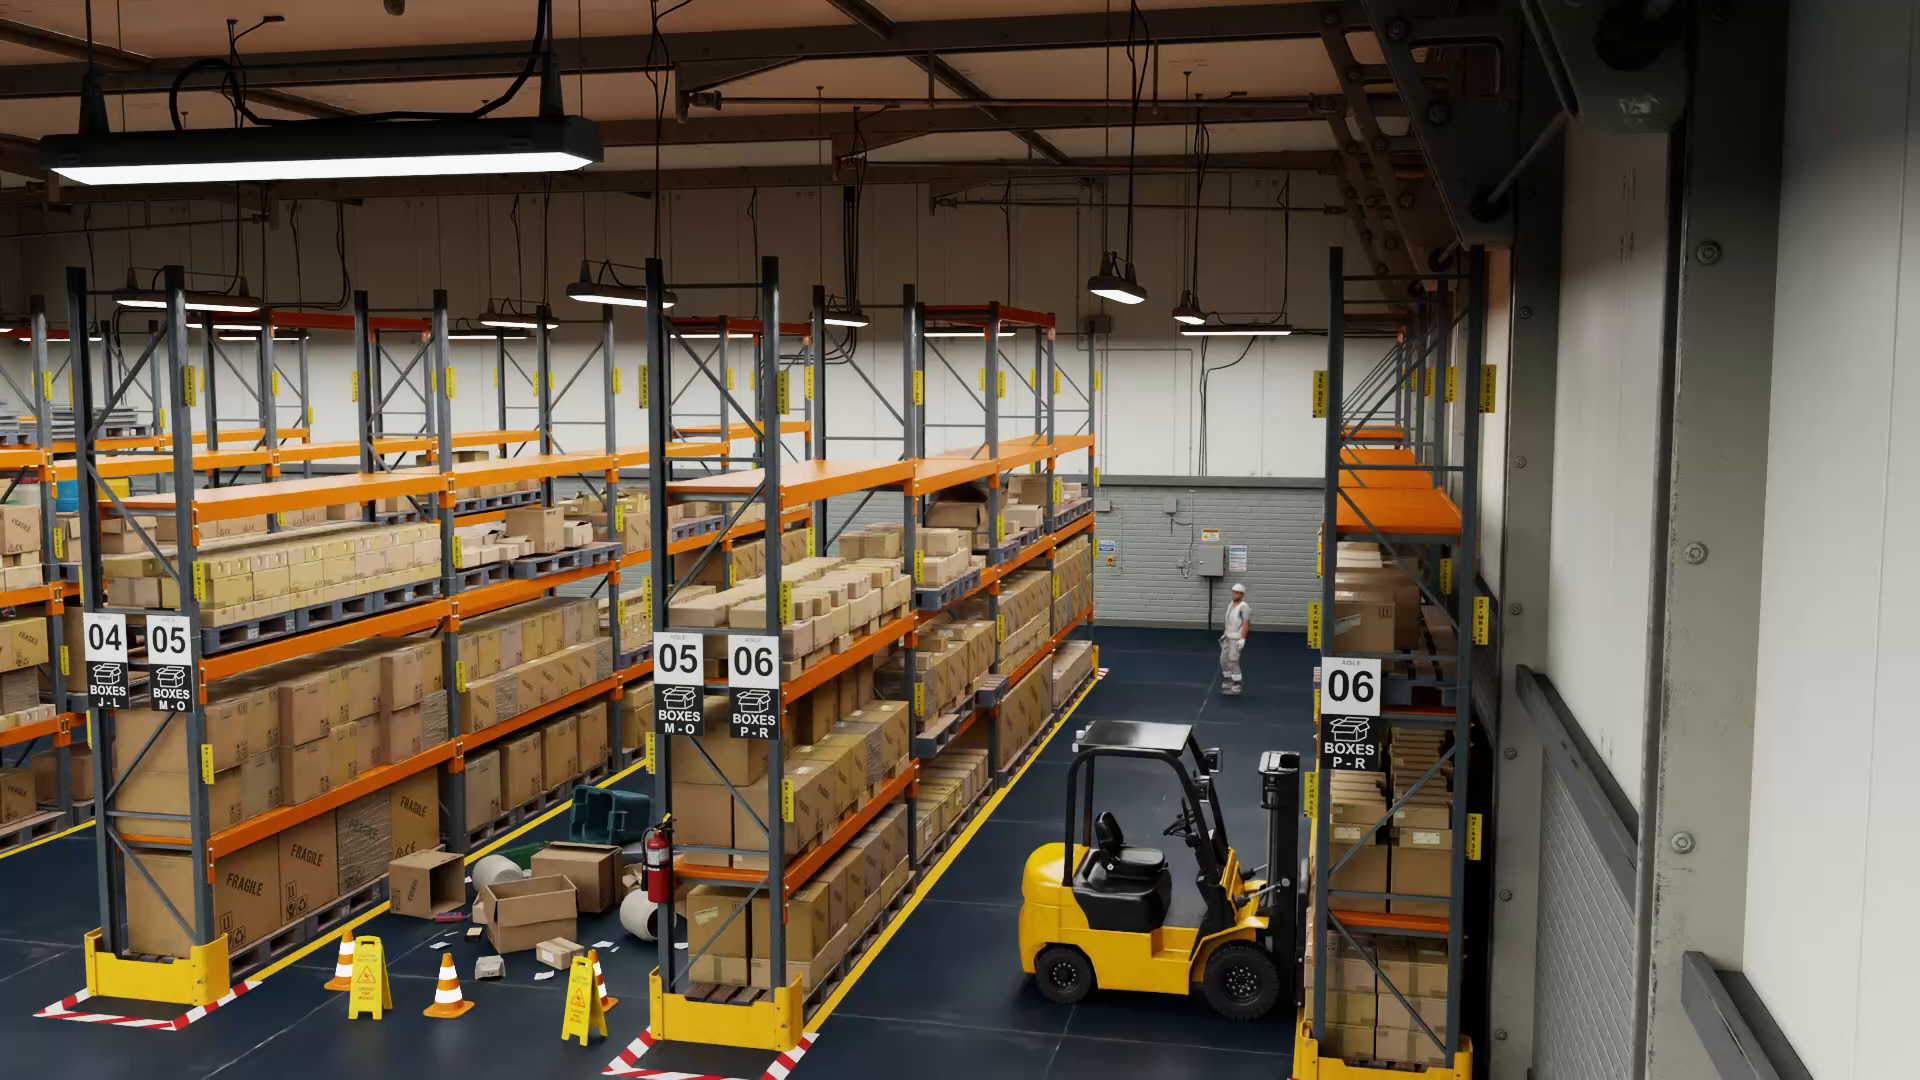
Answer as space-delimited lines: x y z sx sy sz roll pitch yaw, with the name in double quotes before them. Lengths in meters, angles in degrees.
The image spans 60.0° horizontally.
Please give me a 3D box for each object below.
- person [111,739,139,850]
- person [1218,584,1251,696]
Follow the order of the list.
"person" -8.334 2.587 16.921 0.565 1.803 0.657 2 6 23
"person" 4.385 1.624 26.625 0.489 1.842 0.561 0 6 -4
